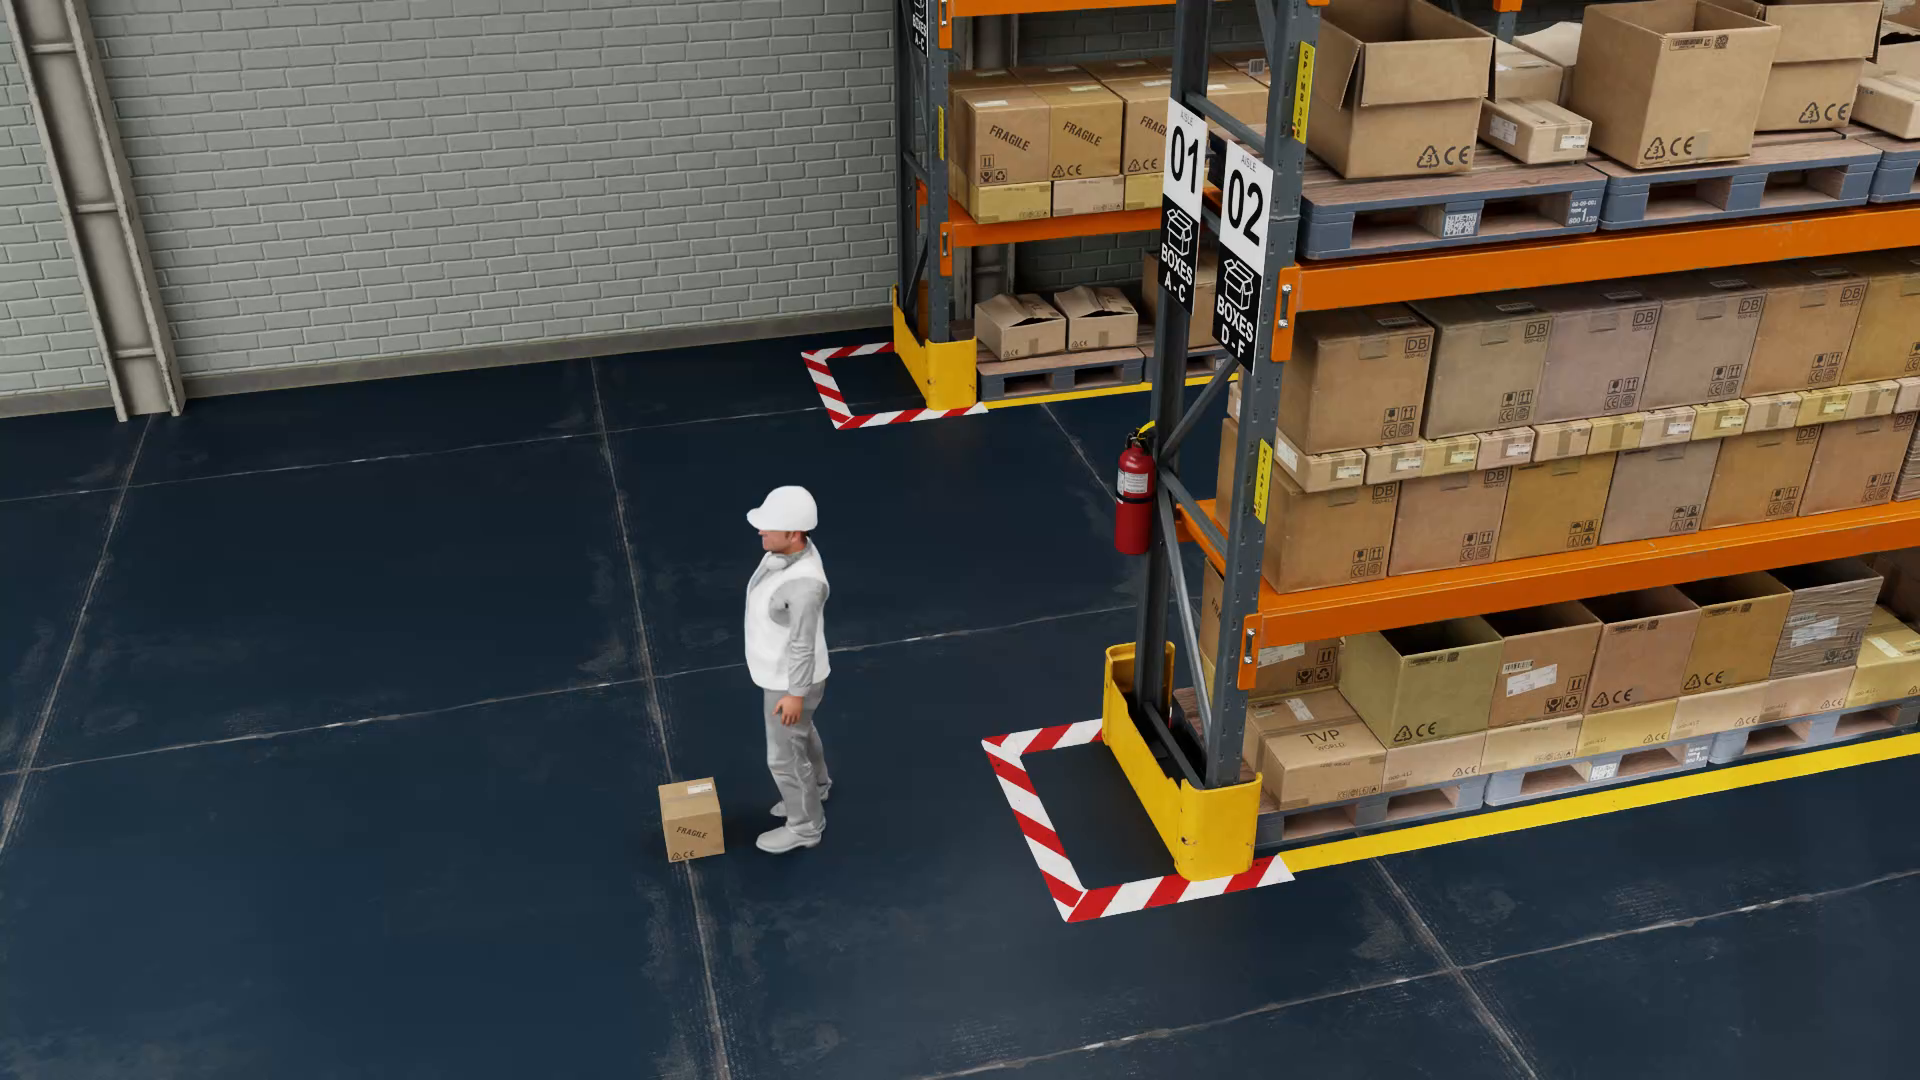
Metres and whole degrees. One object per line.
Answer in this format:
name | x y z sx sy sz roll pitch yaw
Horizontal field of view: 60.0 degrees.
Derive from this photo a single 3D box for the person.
person | -0.757 0.573 7.259 0.402 1.802 0.534 -7 31 -12
